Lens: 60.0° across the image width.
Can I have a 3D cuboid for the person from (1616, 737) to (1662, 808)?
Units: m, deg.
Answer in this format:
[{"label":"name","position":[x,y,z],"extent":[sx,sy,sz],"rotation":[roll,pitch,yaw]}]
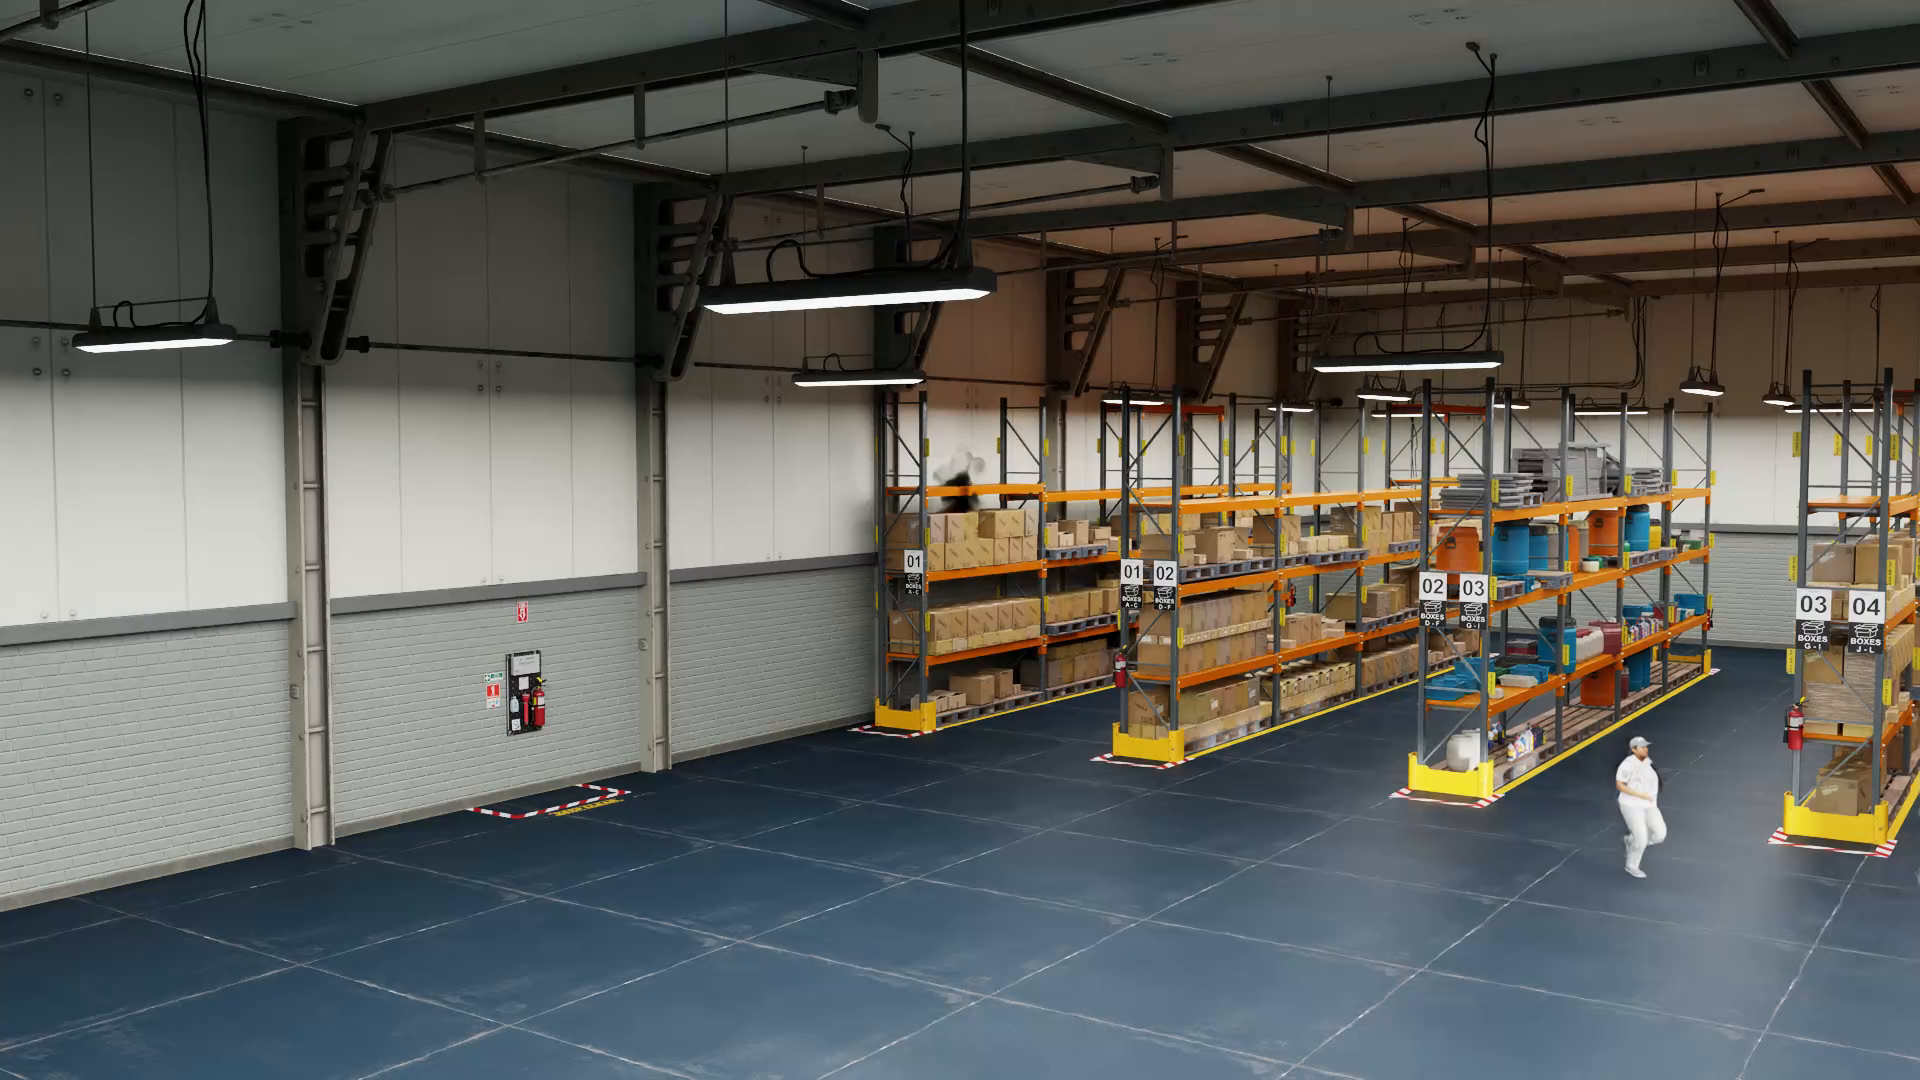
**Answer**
[{"label":"person","position":[7.978,2.725,19.425],"extent":[0.659,0.851,0.474],"rotation":[-2,4,-30]}]
